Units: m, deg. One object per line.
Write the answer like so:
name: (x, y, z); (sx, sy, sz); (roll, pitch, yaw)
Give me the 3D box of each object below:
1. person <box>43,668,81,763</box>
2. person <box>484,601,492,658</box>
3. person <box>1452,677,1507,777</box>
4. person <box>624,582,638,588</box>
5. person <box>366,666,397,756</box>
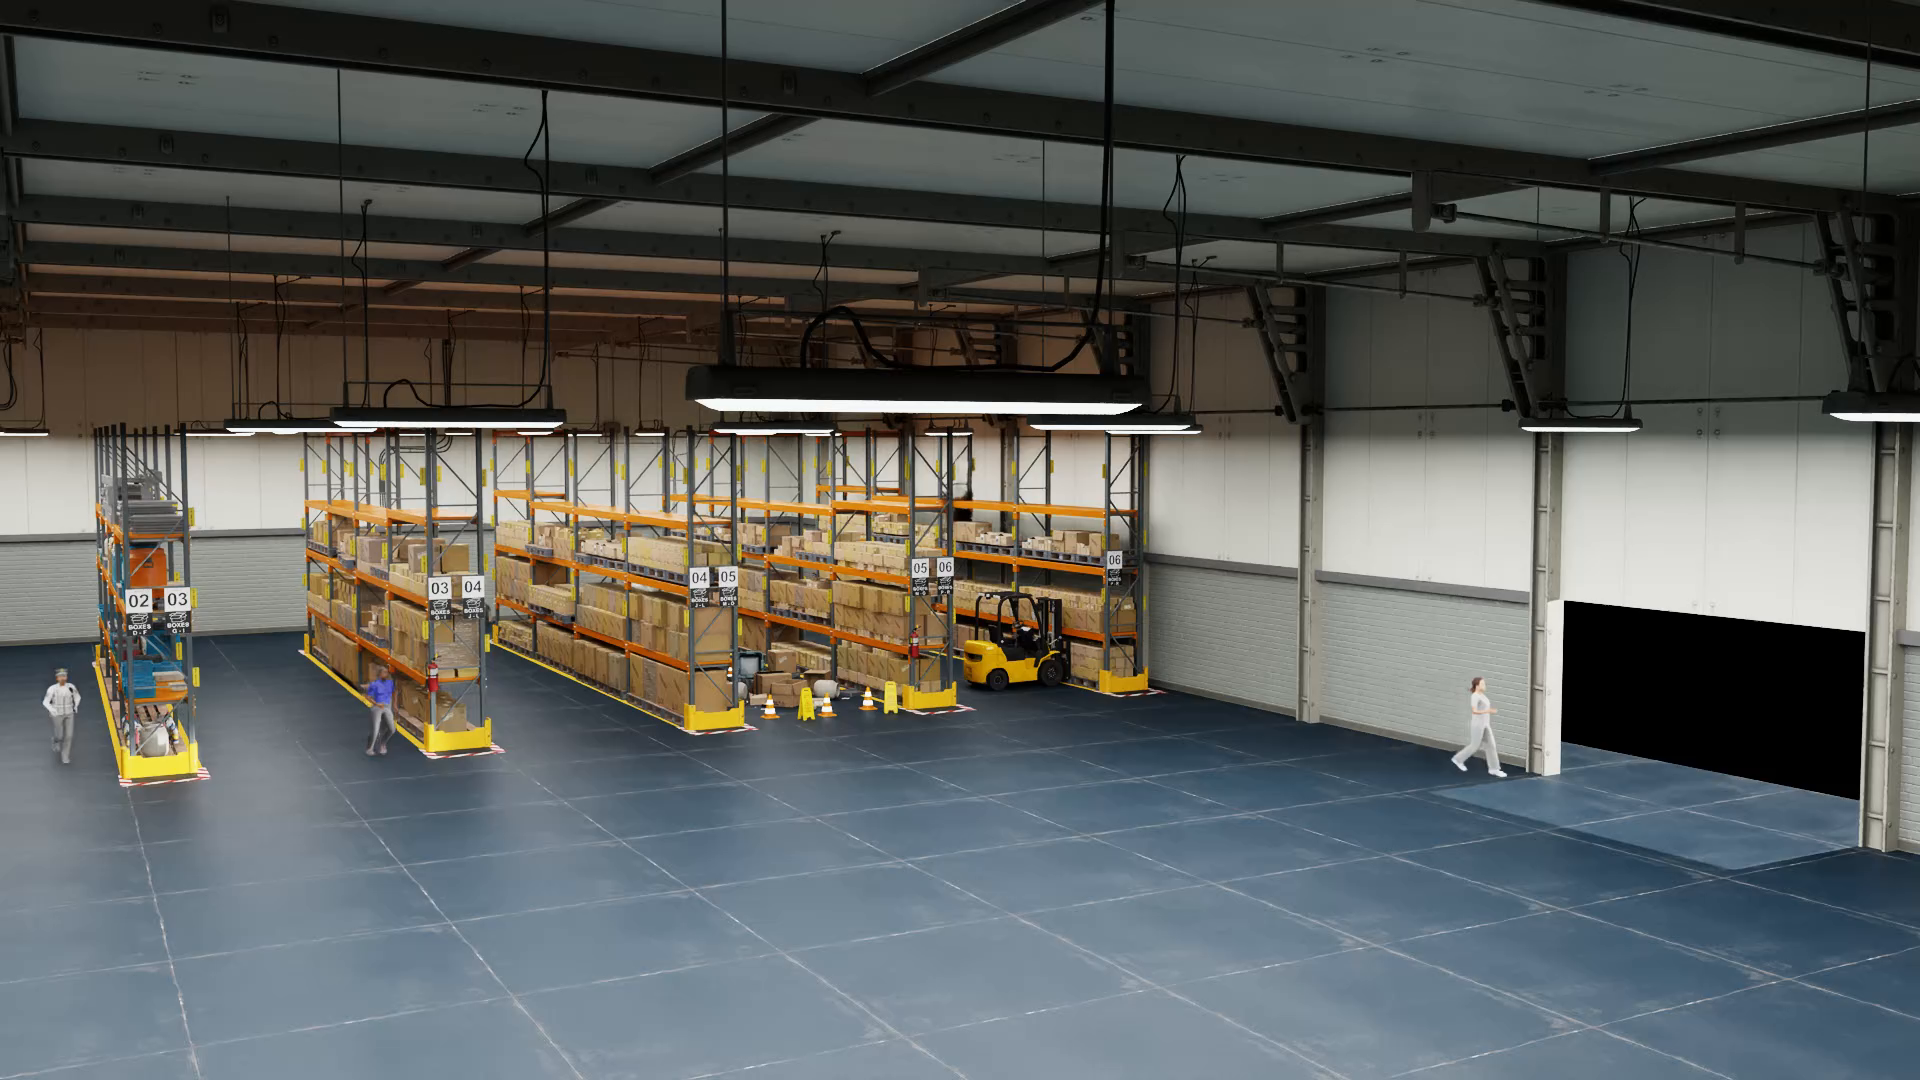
person: (-15.944, 3.104, 29.566); (0.615, 1.667, 0.729); (-3, 4, -39)
person: (-12.674, 2.231, 43.898); (0.667, 1.711, 0.735); (-2, 4, -33)
person: (8.812, 3.149, 28.176); (0.936, 1.658, 0.571); (3, 4, 39)
person: (-9.946, 1.867, 50.091); (0.812, 1.717, 0.606); (-2, 4, -29)
person: (-10.426, 3.092, 30.069); (0.635, 1.619, 0.605); (-3, 5, -44)
